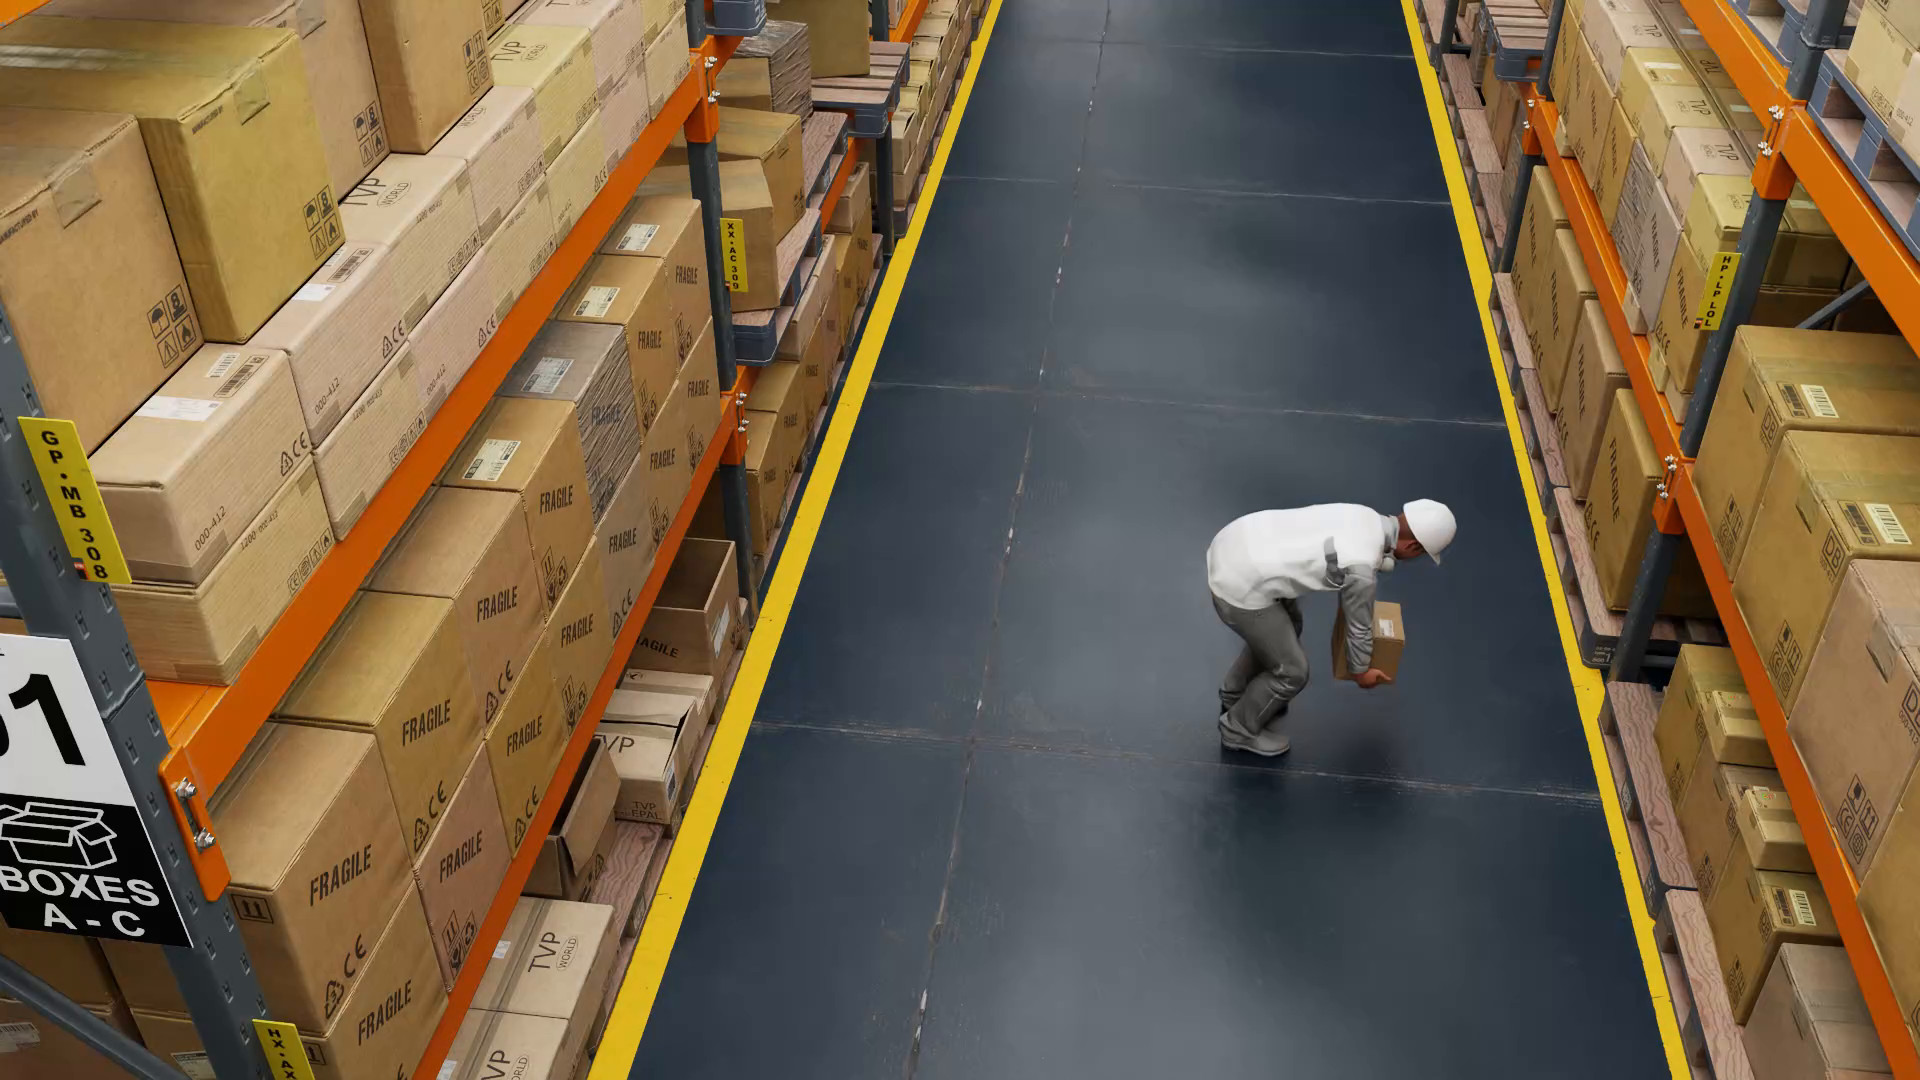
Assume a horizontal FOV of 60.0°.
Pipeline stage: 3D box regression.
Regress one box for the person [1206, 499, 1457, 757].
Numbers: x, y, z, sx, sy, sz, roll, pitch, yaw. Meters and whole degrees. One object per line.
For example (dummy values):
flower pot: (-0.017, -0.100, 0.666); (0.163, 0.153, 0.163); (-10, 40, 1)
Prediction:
person: (1.512, 0.338, 7.017); (0.974, 1.228, 0.483); (3, 36, 4)
